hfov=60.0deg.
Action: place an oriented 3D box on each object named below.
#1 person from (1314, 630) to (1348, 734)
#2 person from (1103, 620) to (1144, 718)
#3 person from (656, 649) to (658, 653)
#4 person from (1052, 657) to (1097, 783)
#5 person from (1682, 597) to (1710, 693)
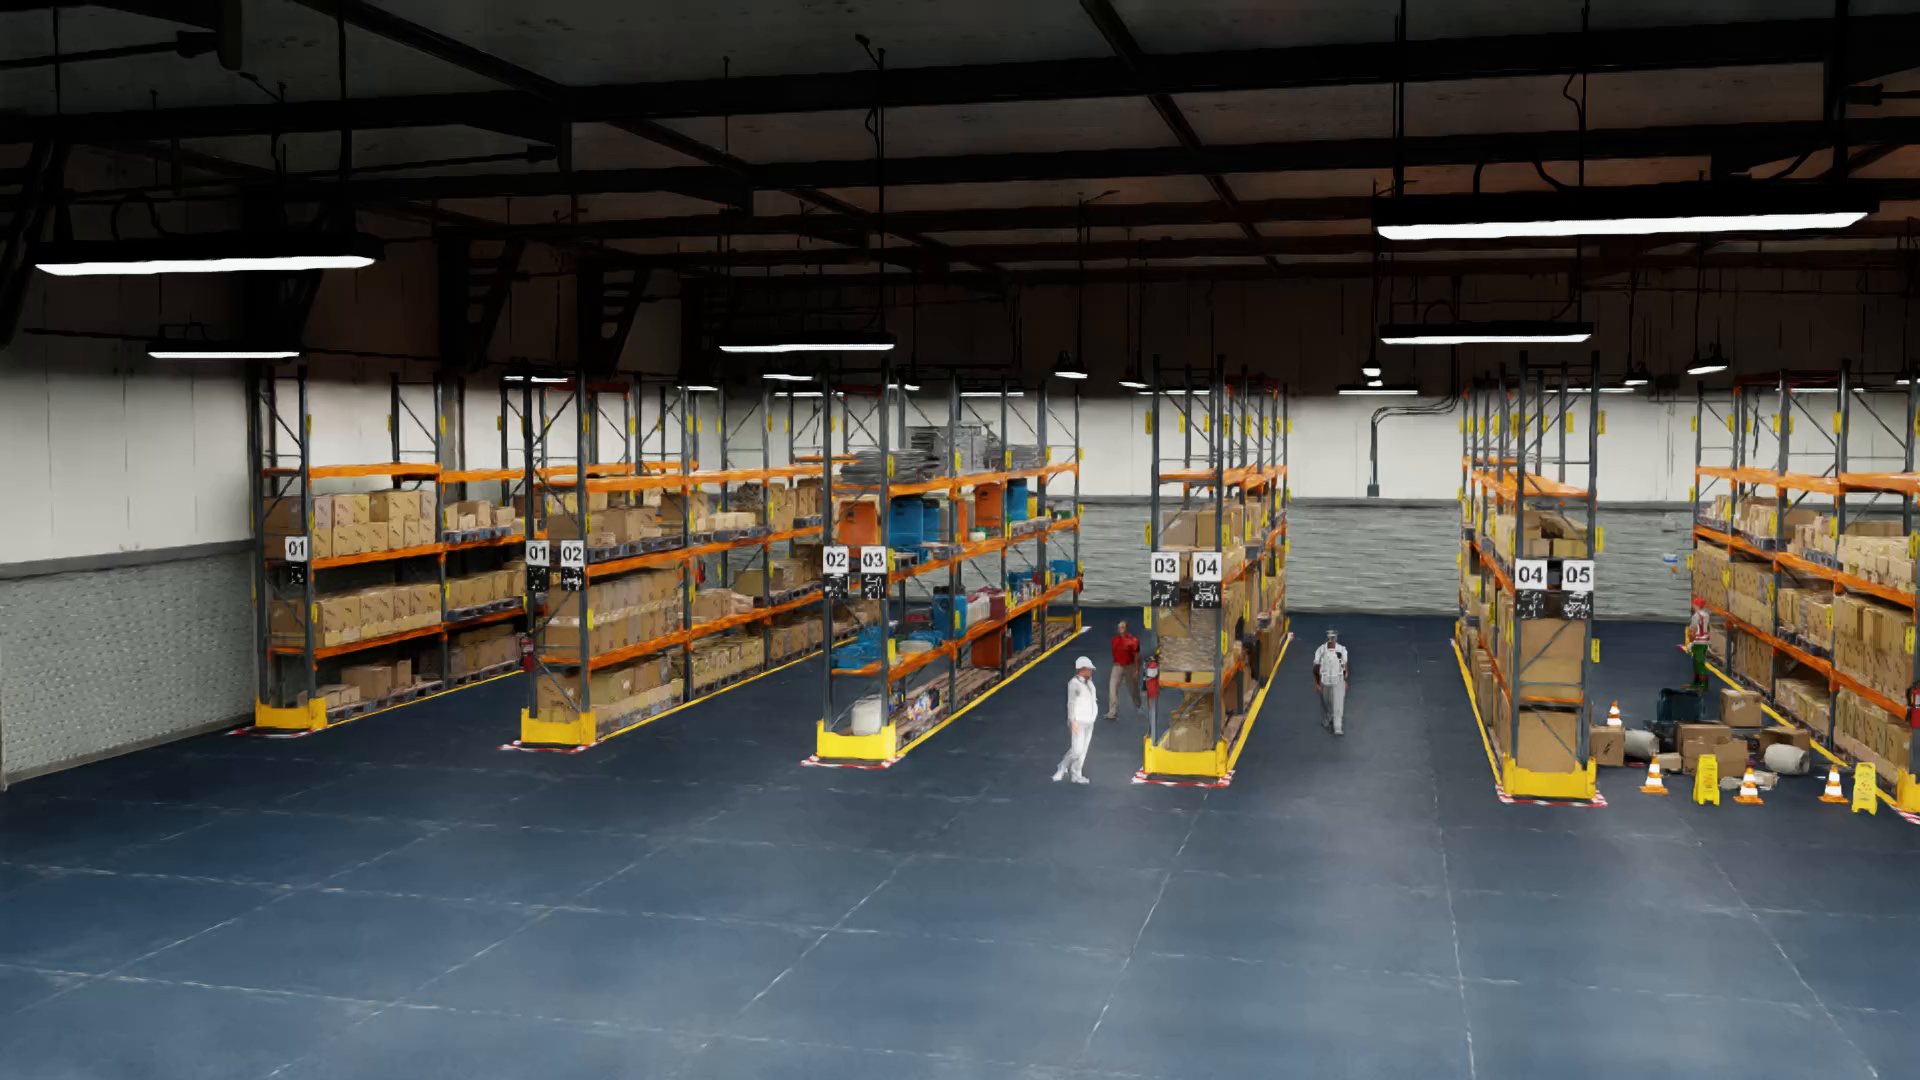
[{"bbox_3d":[6.038,2.281,27.093,0.542,1.672,1.126,1,4,17],"label":"person"},{"bbox_3d":[2.842,2.197,28.441,0.568,1.677,0.942,2,5,30],"label":"person"},{"bbox_3d":[-6.276,1.799,33.352,0.636,1.782,0.550,-4,6,-45],"label":"person"},{"bbox_3d":[1.619,2.513,23.190,0.472,1.759,0.698,3,5,40],"label":"person"},{"bbox_3d":[13.802,1.946,31.158,0.577,1.784,0.655,4,5,44],"label":"person"}]
